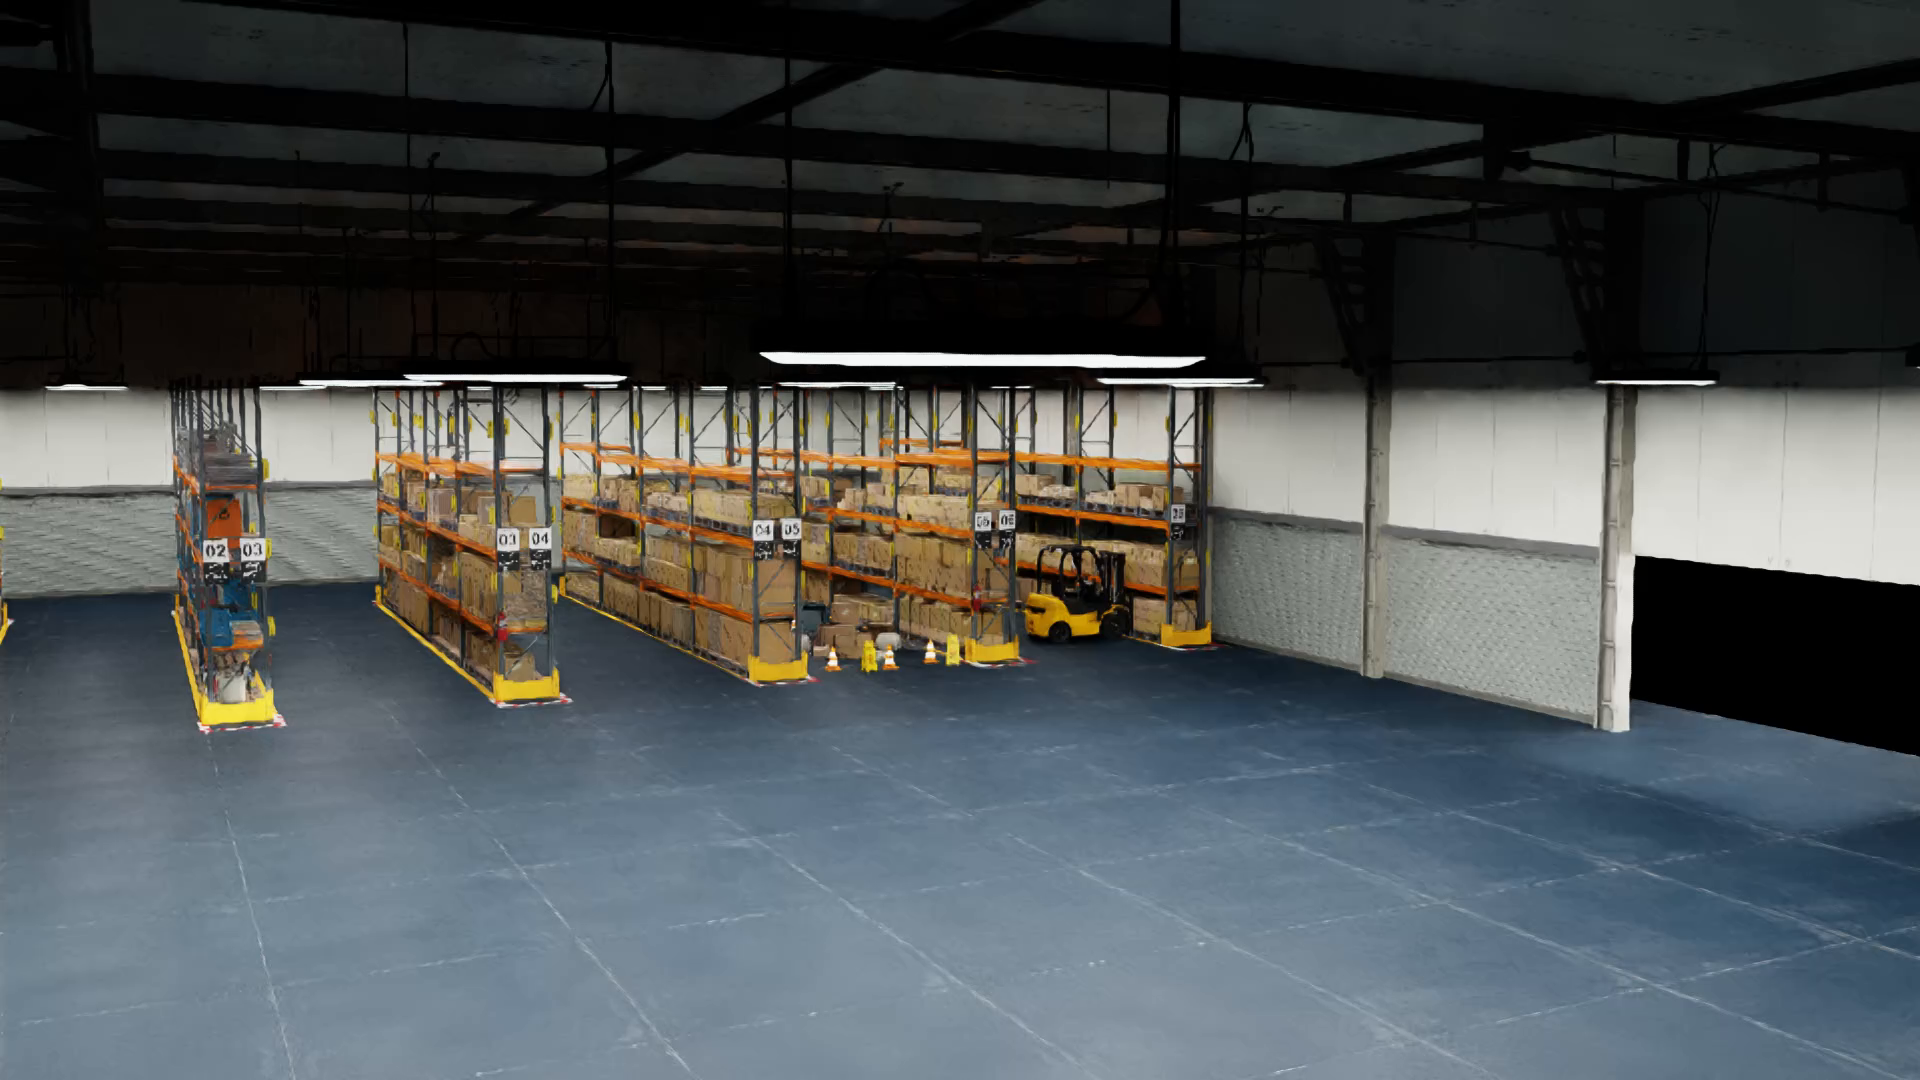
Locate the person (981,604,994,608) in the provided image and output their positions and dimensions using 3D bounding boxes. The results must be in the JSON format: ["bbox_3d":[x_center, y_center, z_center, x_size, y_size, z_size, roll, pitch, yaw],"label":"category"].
[{"bbox_3d":[0.526,1.347,39.315,0.605,1.764,0.444,4,6,35],"label":"person"}]

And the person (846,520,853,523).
[{"bbox_3d":[-3.461,0.162,53.253,0.498,1.659,0.682,4,6,36],"label":"person"}]
